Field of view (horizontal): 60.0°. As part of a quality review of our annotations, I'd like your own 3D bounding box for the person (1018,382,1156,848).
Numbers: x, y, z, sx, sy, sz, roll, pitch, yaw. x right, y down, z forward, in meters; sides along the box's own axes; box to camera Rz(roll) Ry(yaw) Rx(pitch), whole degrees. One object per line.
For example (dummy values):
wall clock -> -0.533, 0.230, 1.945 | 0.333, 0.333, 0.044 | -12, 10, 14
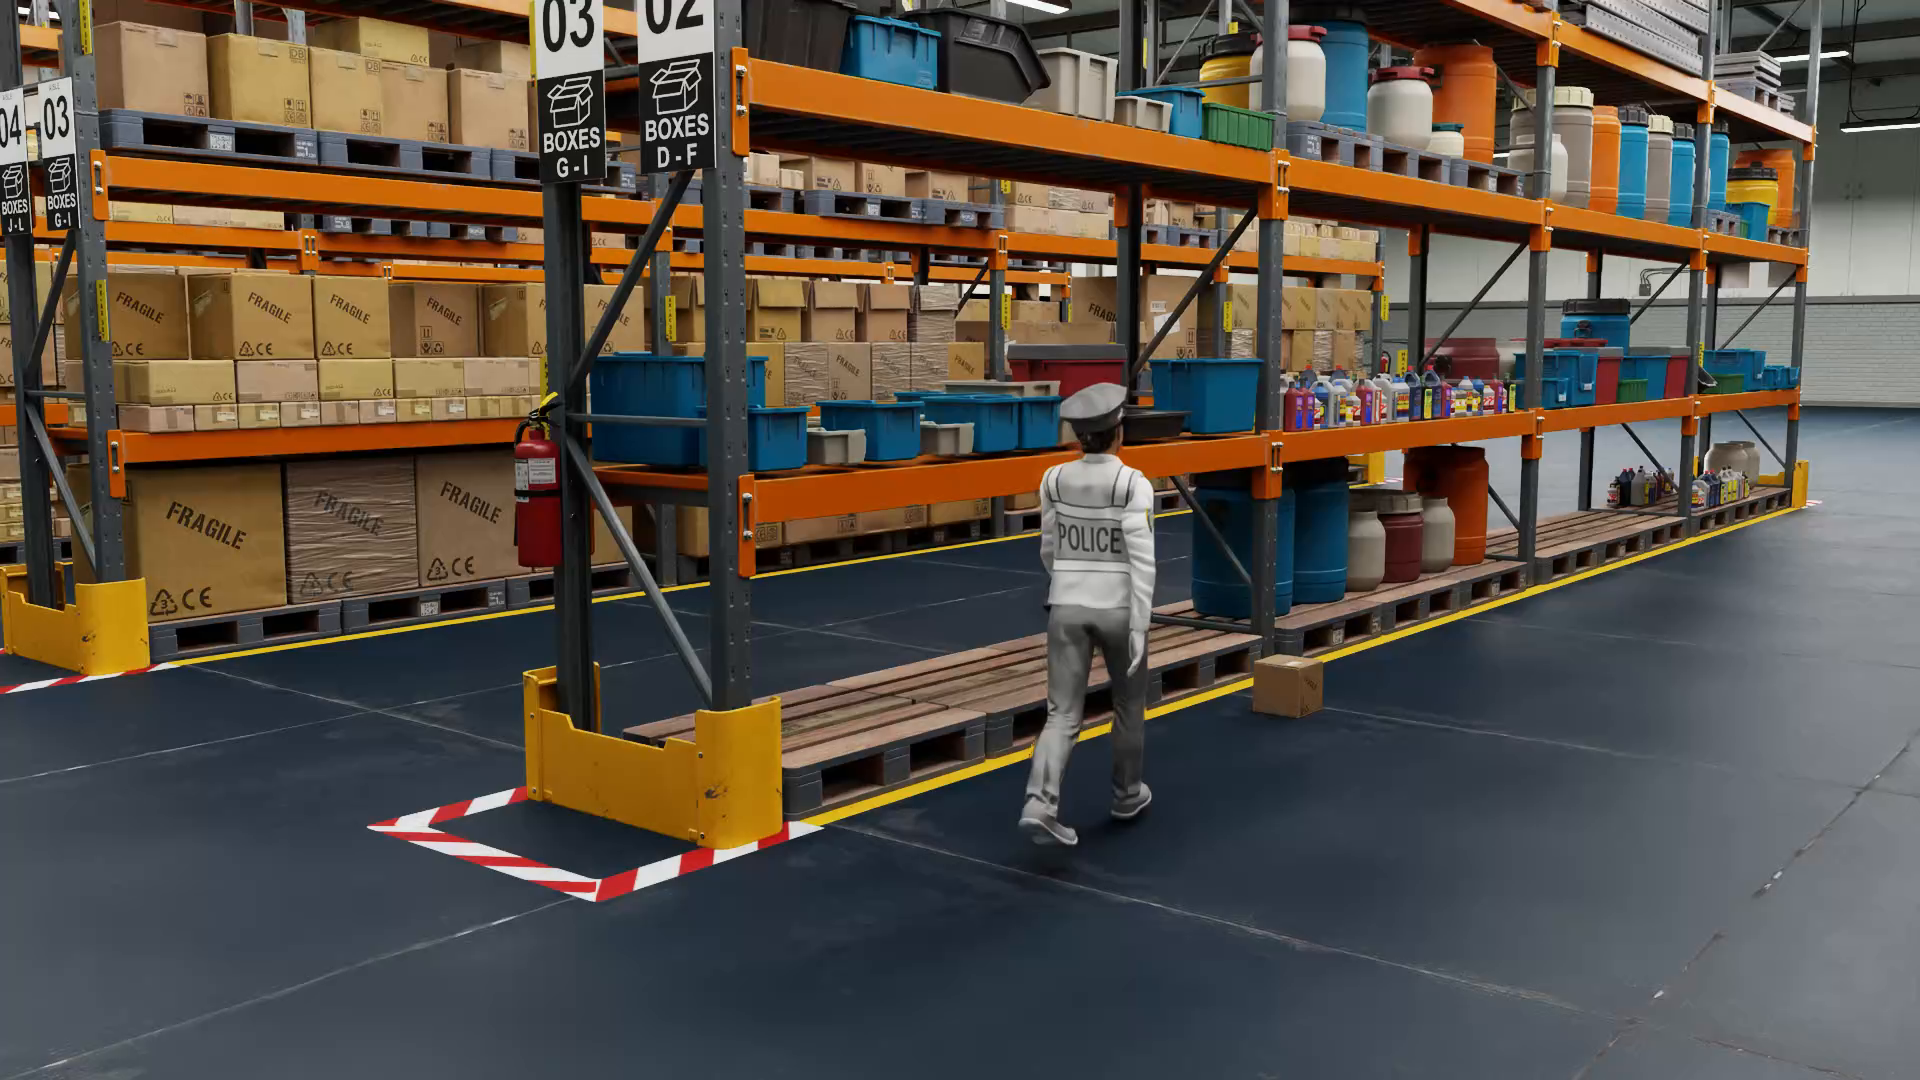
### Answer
person -> 0.489, 0.258, 5.944 | 0.463, 1.635, 0.995 | 2, 7, 19
